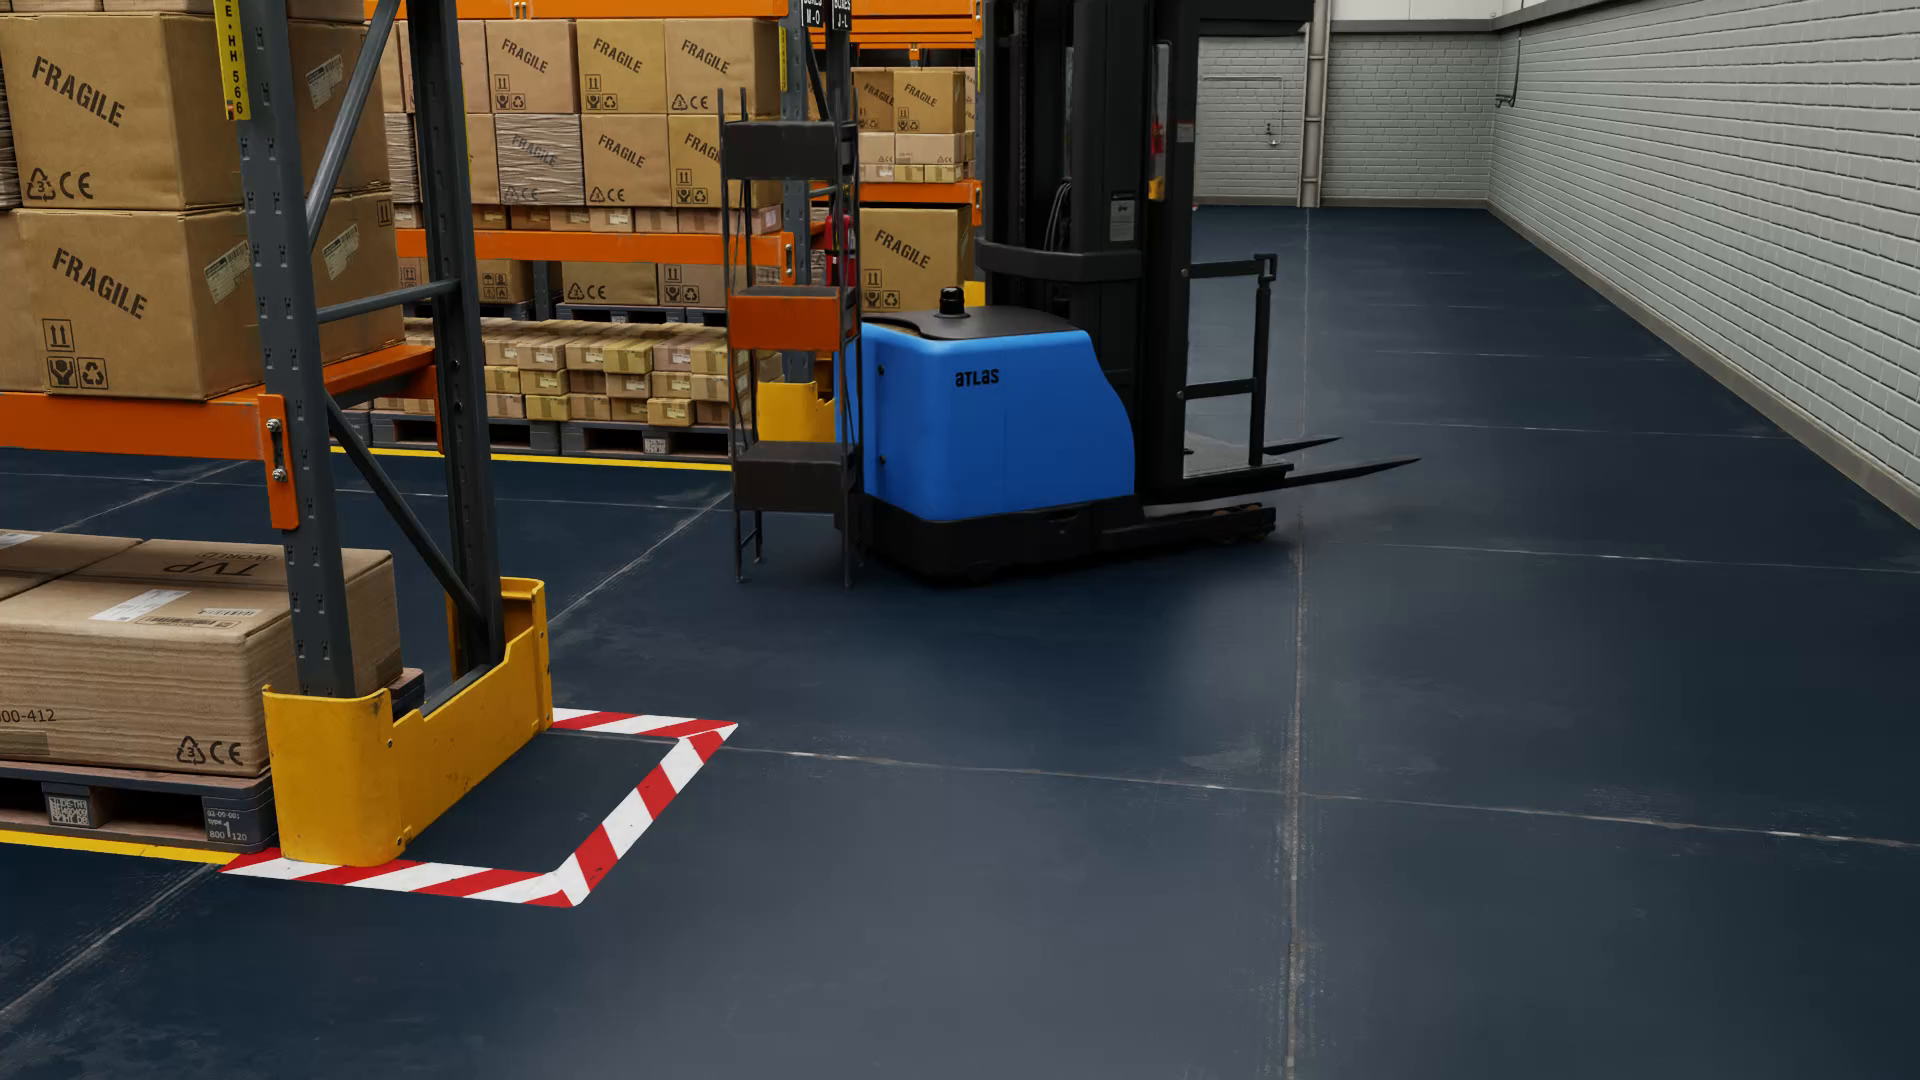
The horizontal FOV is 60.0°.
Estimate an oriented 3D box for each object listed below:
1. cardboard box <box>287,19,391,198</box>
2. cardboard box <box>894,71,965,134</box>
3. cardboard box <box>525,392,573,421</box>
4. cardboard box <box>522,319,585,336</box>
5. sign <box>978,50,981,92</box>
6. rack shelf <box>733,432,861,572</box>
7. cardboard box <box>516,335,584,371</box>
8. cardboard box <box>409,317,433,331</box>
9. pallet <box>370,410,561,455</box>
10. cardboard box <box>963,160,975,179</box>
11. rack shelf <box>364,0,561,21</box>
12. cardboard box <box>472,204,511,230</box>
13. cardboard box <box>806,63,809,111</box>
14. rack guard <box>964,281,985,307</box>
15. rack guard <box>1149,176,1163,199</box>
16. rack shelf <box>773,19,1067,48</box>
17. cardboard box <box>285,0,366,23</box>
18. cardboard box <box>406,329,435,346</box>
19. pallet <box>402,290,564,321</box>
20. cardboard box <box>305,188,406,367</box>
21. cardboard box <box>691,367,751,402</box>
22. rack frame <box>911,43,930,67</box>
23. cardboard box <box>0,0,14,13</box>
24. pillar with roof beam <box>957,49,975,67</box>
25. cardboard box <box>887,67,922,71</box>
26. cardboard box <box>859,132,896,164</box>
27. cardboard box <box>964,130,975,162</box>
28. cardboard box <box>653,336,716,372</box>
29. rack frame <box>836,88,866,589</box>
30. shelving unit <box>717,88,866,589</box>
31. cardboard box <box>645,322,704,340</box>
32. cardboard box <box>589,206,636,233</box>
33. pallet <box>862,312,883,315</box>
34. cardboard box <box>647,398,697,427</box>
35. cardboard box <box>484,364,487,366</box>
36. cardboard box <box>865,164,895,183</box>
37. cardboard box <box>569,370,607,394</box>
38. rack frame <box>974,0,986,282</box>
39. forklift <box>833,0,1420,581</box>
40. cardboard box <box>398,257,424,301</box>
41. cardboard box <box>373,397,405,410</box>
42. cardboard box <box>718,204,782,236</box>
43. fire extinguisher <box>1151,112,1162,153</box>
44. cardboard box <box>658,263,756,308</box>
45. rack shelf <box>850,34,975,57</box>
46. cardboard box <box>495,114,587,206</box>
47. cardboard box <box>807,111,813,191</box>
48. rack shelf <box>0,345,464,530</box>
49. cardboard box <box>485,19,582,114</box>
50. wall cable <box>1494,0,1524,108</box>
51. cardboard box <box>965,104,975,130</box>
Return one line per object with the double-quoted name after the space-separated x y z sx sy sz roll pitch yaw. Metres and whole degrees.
-2.108 -1.315 5.061 0.500 0.500 0.500 3 16 10 "cardboard box"
-0.249 -3.667 13.932 0.500 0.500 0.500 3 16 12 "cardboard box"
-2.385 -0.818 9.881 0.250 0.149 0.380 2 16 9 "cardboard box"
-2.546 -1.282 10.442 0.250 0.149 0.380 3 16 12 "cardboard box"
0.159 -3.809 13.510 0.005 0.325 0.100 3 16 11 "sign"
-0.708 -0.175 7.362 0.480 0.518 0.431 2 16 7 "rack shelf"
-2.406 -1.102 9.790 0.250 0.149 0.380 4 16 13 "cardboard box"
-3.300 -1.324 10.591 0.250 0.149 0.380 2 16 8 "cardboard box"
-2.862 -0.764 10.354 1.213 0.211 1.003 3 16 11 "pallet"
-0.002 -3.262 14.619 0.250 0.149 0.380 3 16 12 "cardboard box"
-5.599 -4.696 15.054 4.000 0.370 1.077 3 16 11 "rack shelf"
-2.691 -1.909 9.737 0.250 0.149 0.380 3 16 12 "cardboard box"
-1.194 -2.752 9.692 0.500 0.500 0.500 3 16 11 "cardboard box"
0.304 -2.072 14.535 0.348 0.500 1.175 3 16 11 "rack guard"
3.265 -5.959 28.568 0.348 0.500 1.175 3 16 11 "rack guard"
-0.692 -5.779 18.963 4.000 0.370 1.077 3 16 11 "rack shelf"
-1.987 -1.619 4.943 0.250 0.149 0.380 3 16 12 "cardboard box"
-3.138 -1.175 10.053 0.250 0.149 0.380 2 16 9 "cardboard box"
-4.410 -2.168 15.423 1.213 0.211 1.003 3 16 11 "pallet"
-2.107 -0.834 5.197 0.500 0.500 0.500 3 16 11 "cardboard box"
-1.381 -0.911 9.658 0.250 0.149 0.380 3 16 10 "cardboard box"
-0.678 -7.378 29.008 0.127 3.000 1.000 3 16 11 "rack frame"
-2.609 -1.494 4.490 0.250 0.149 0.380 3 16 11 "cardboard box"
-0.678 -9.332 24.824 0.400 9.000 9.100 3 16 11 "pillar with roof beam"
-0.750 -6.486 23.727 0.500 0.500 0.500 3 16 9 "cardboard box"
-0.744 -3.332 14.127 0.500 0.250 0.500 3 16 10 "cardboard box"
-0.136 -3.445 14.533 0.500 0.250 0.500 3 16 10 "cardboard box"
-1.611 -1.091 9.751 0.250 0.149 0.380 3 16 12 "cardboard box"
-0.466 -0.854 7.141 0.015 2.100 0.400 2 16 7 "rack frame"
-0.708 -0.862 7.172 0.503 2.100 0.431 2 16 7 "shelving unit"
-1.768 -1.248 10.317 0.250 0.149 0.380 3 16 11 "cardboard box"
-1.922 -1.848 9.515 0.250 0.149 0.380 4 16 13 "cardboard box"
-0.519 -1.956 14.658 1.213 0.211 1.003 3 16 11 "pallet"
-1.637 -0.775 9.724 0.250 0.149 0.380 4 16 13 "cardboard box"
-2.924 -0.988 9.937 0.250 0.149 0.380 3 16 12 "cardboard box"
-0.636 -3.117 14.095 0.250 0.149 0.380 3 16 11 "cardboard box"
-2.133 -0.979 9.905 0.250 0.149 0.380 3 16 10 "cardboard box"
0.280 -3.278 14.206 0.127 3.000 1.000 3 16 11 "rack frame"
0.933 -1.500 7.917 3.031 2.935 1.130 -9 18 -29 "forklift"
-5.146 -2.745 15.476 0.875 0.875 1.225 3 16 9 "cardboard box"
-3.390 -0.904 10.191 0.250 0.149 0.380 2 16 9 "cardboard box"
-1.183 -1.808 9.370 0.250 0.149 0.380 3 16 11 "cardboard box"
3.298 -6.819 27.835 0.183 0.674 0.296 3 16 11 "fire extinguisher"
-2.127 -2.565 14.827 0.875 0.875 0.875 3 16 11 "cardboard box"
0.298 -7.074 23.640 4.000 0.370 1.077 3 16 11 "rack shelf"
-2.301 -2.187 9.524 0.500 0.500 0.500 3 16 11 "cardboard box"
-1.192 -2.273 9.835 0.500 0.500 0.500 4 16 14 "cardboard box"
-3.654 -0.445 5.327 4.000 0.370 1.077 3 16 11 "rack shelf"
-2.313 -2.671 9.396 0.500 0.500 0.500 4 16 14 "cardboard box"
8.713 -8.165 26.429 0.112 2.526 3.097 3 16 11 "wall cable"
0.274 -5.951 23.670 0.500 0.500 0.500 3 16 10 "cardboard box"
